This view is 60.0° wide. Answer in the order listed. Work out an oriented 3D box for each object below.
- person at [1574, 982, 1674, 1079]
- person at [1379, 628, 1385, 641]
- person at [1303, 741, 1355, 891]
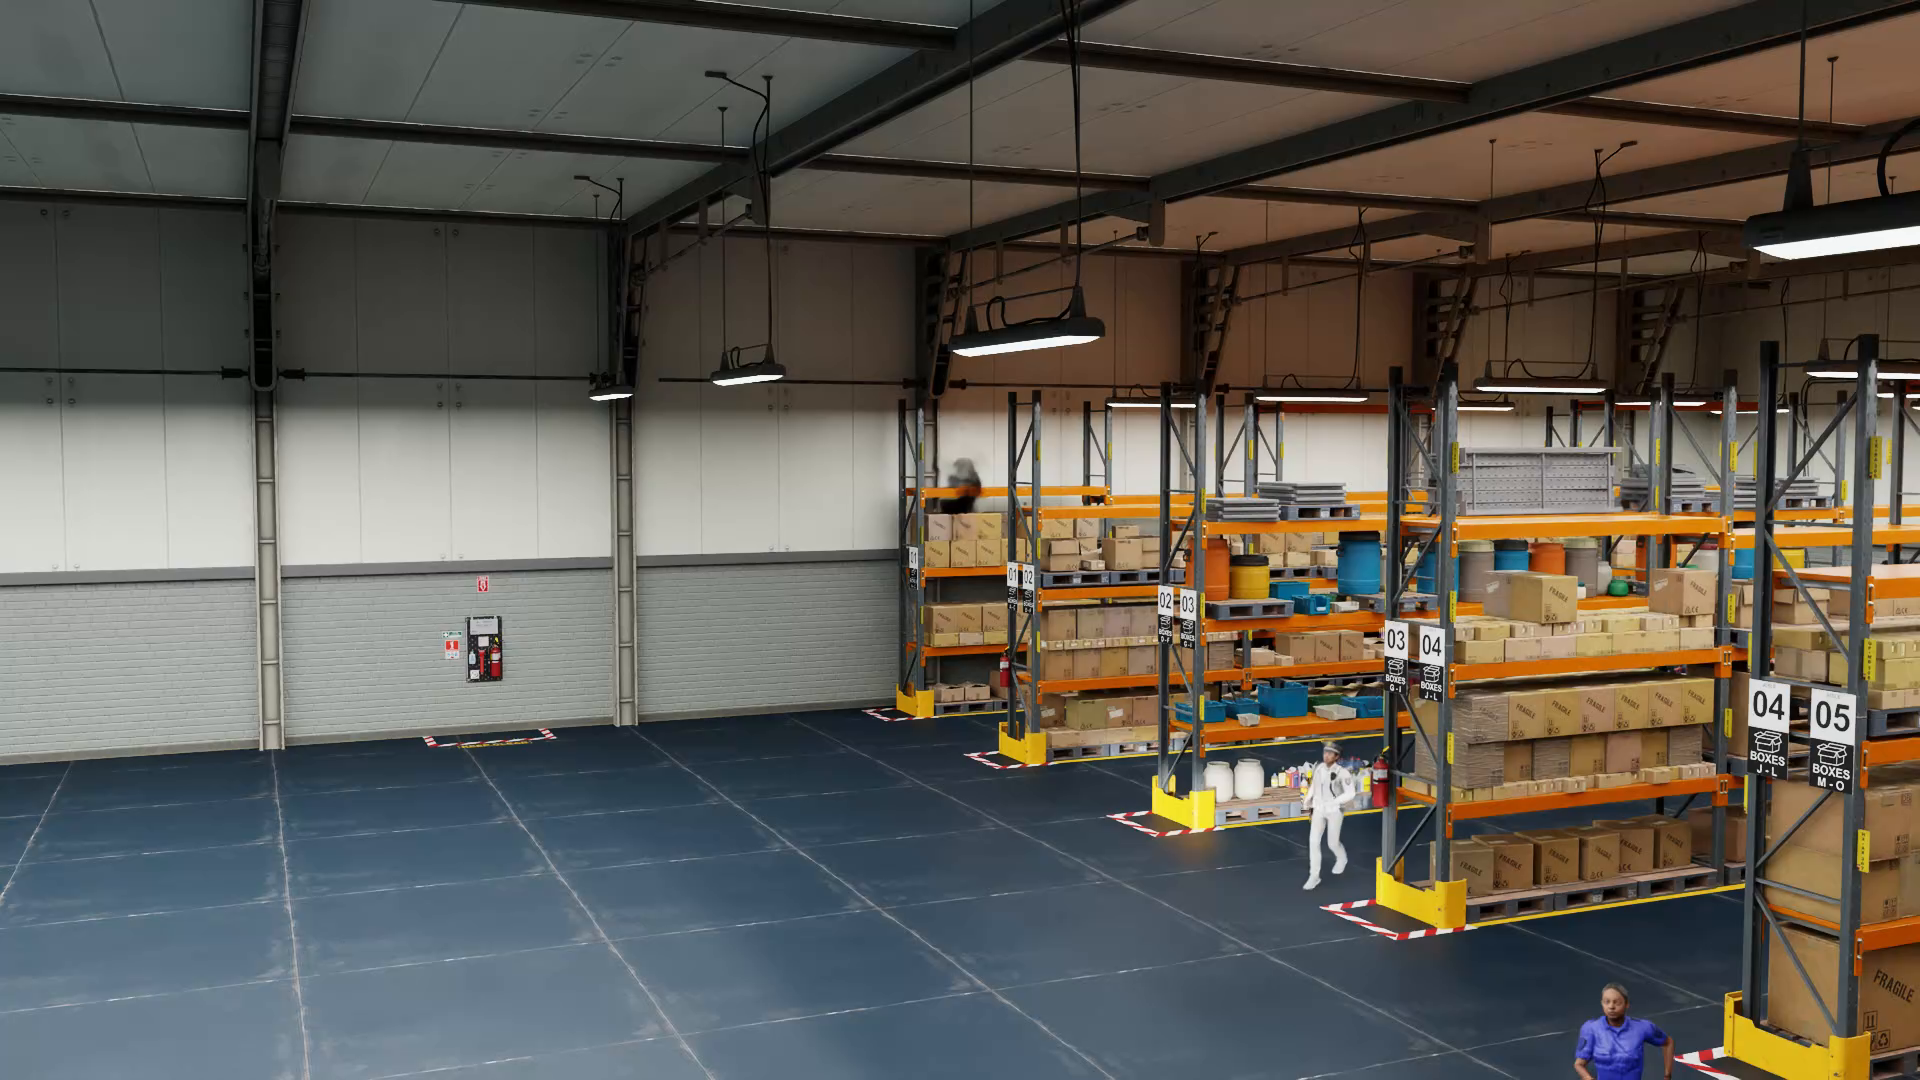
[{"bbox_3d":[4.334,3.688,10.888,0.586,1.586,0.785,2,4,27],"label":"person"},{"bbox_3d":[8.671,2.346,33.177,0.926,1.762,0.682,-3,4,-38],"label":"person"},{"bbox_3d":[4.332,3.194,19.436,0.644,1.723,0.860,3,4,38],"label":"person"}]
